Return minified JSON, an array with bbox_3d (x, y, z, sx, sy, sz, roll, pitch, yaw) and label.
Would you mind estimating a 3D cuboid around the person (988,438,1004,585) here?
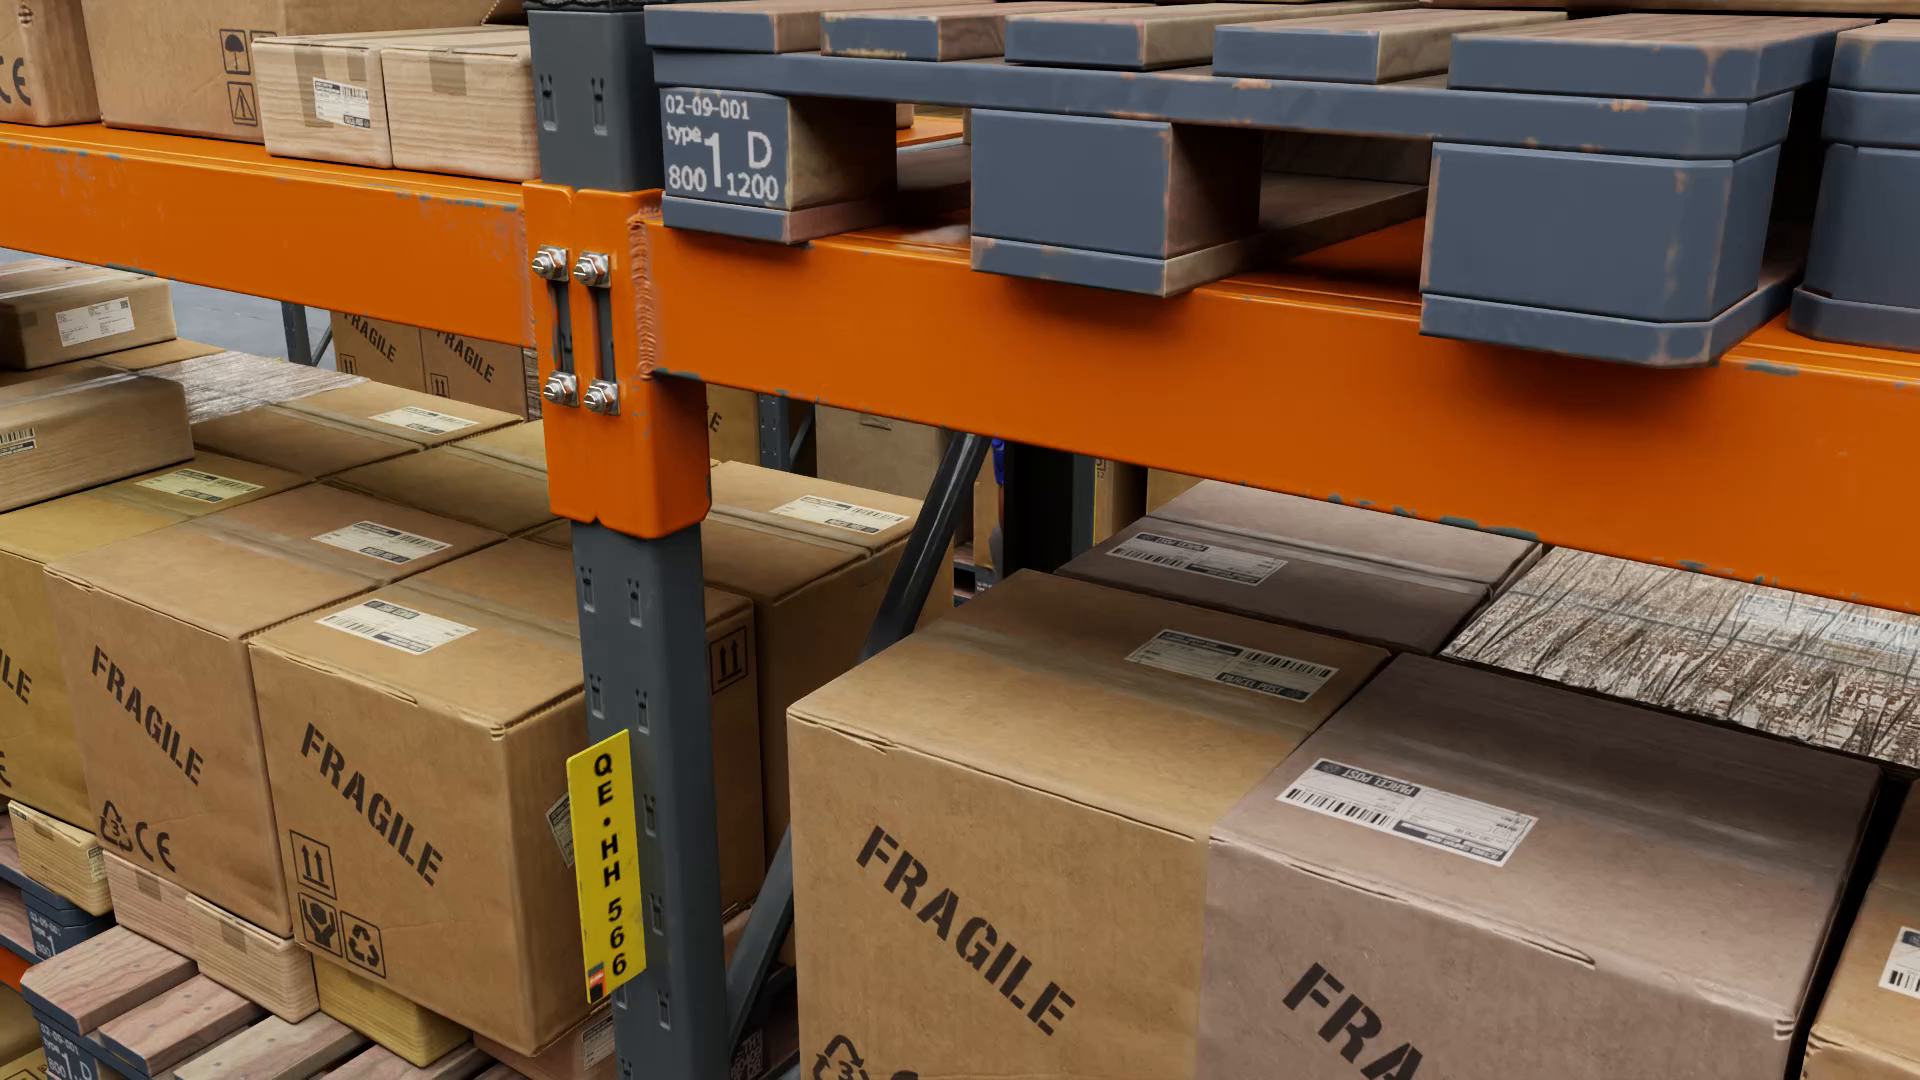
[{"bbox_3d":[0.298,0.015,6.549,0.301,1.660,0.436,14,24,33],"label":"person"}]
